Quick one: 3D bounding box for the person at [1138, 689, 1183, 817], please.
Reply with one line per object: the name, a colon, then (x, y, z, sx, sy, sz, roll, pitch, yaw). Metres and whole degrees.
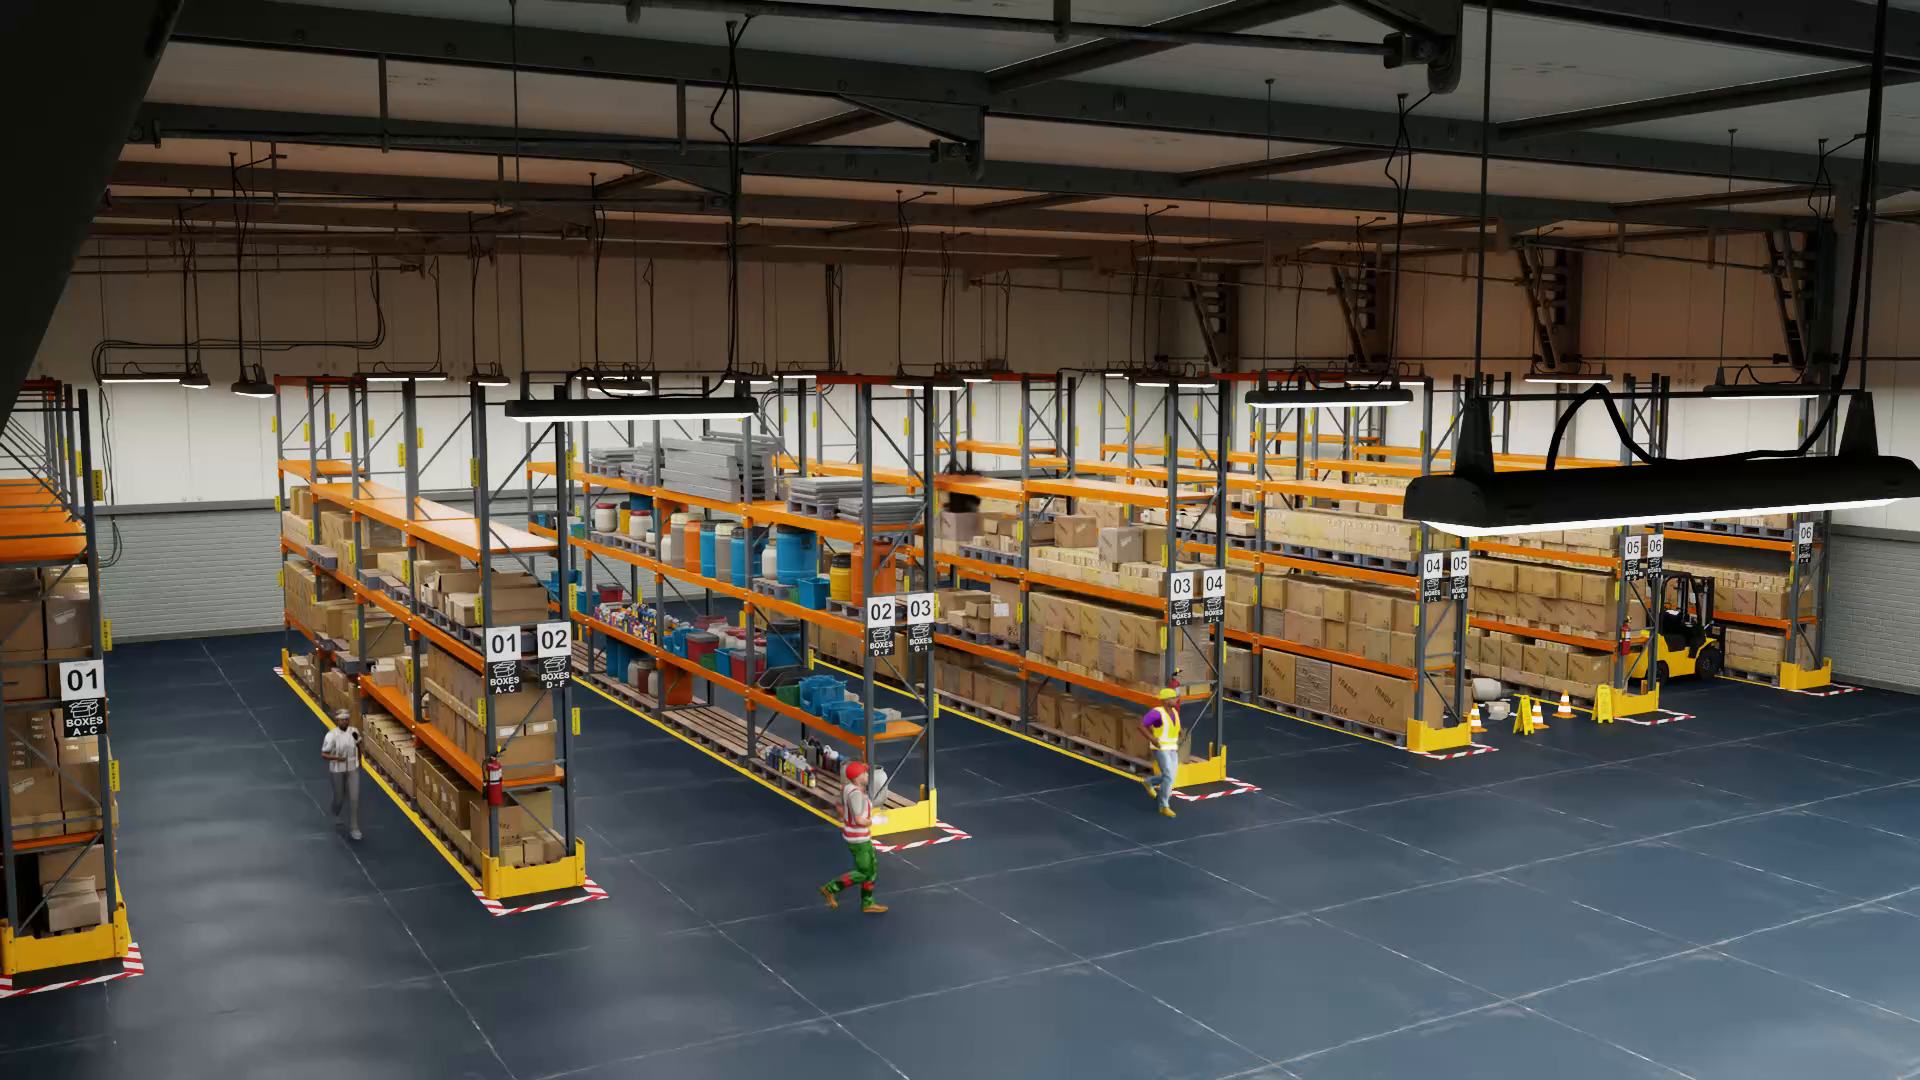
person: (2.878, 2.942, 23.404, 0.733, 1.724, 0.825, -6, 9, -44)

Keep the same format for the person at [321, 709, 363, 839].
person: (-8.156, 3.055, 22.050, 0.586, 1.685, 0.891, -4, 8, -35)

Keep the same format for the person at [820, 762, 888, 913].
person: (-1.196, 3.390, 18.890, 0.752, 1.757, 0.650, -1, 6, -12)
